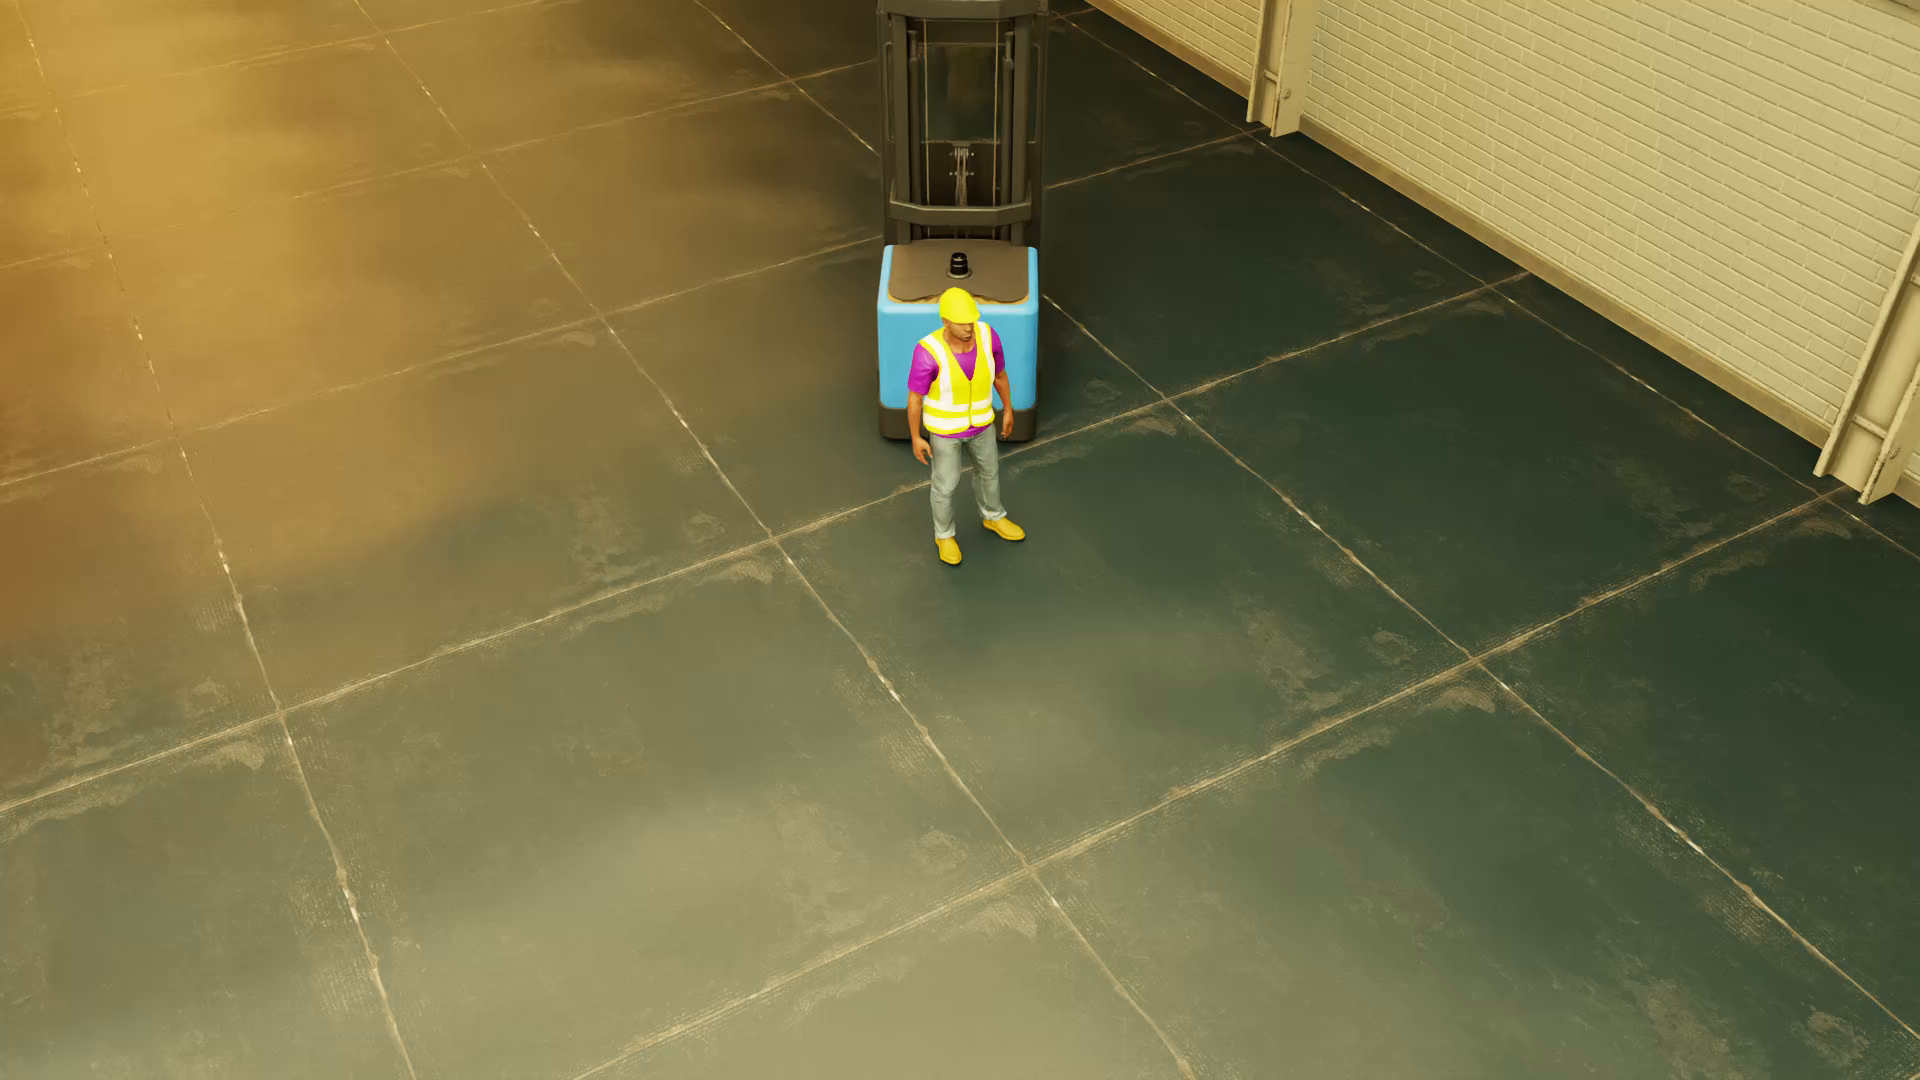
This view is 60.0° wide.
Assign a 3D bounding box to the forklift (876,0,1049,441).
[{"bbox_3d":[0.023,-2.704,11.297,1.130,2.935,3.031,1,40,1],"label":"forklift"}]

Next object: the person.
[{"bbox_3d":[0.022,-0.686,9.777,0.686,1.769,0.426,-20,44,-23],"label":"person"}]
